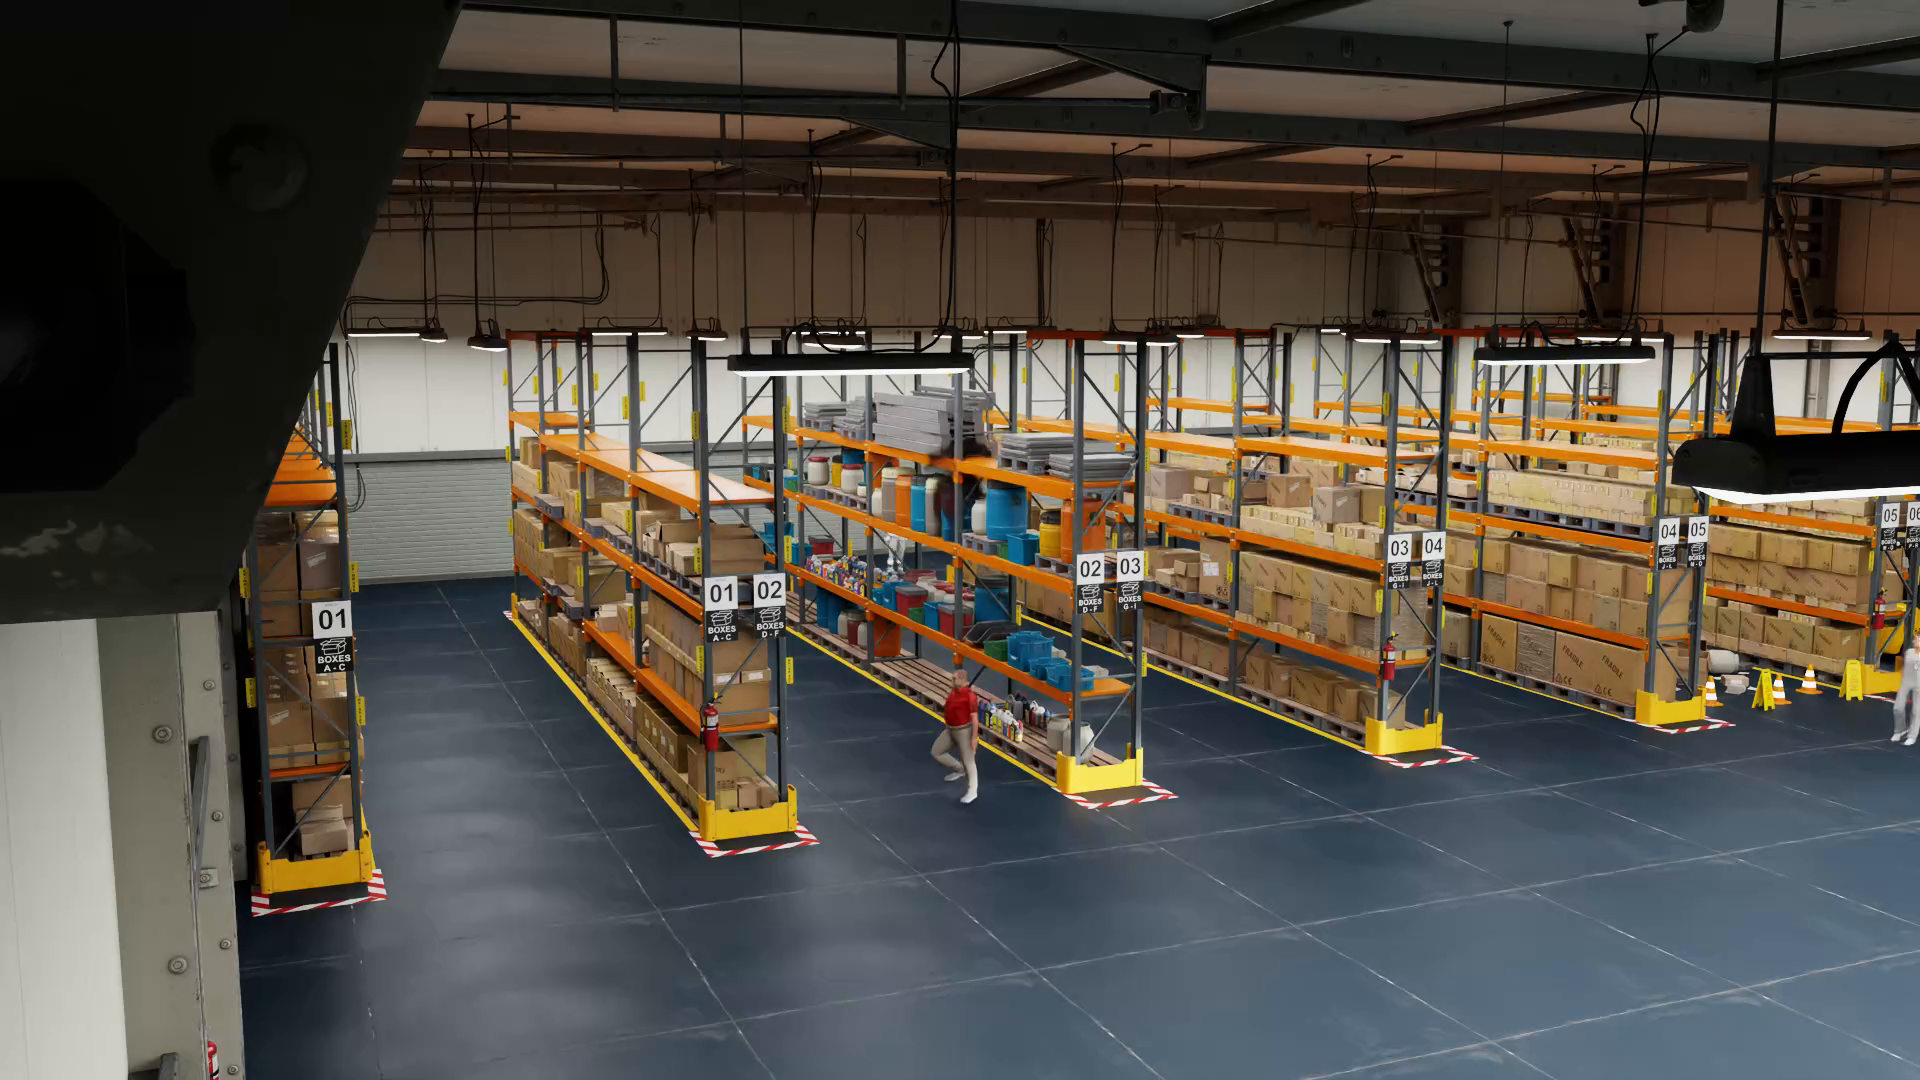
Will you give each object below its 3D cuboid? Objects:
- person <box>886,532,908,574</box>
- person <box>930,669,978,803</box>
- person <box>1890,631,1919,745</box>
[{"bbox_3d":[-1.531,-0.057,40.395,0.590,1.802,0.378,-6,10,-37],"label":"person"},{"bbox_3d":[-0.031,2.536,21.606,0.493,1.727,0.644,-6,10,-39],"label":"person"},{"bbox_3d":[14.079,2.193,24.562,0.481,1.698,0.483,7,10,41],"label":"person"}]
